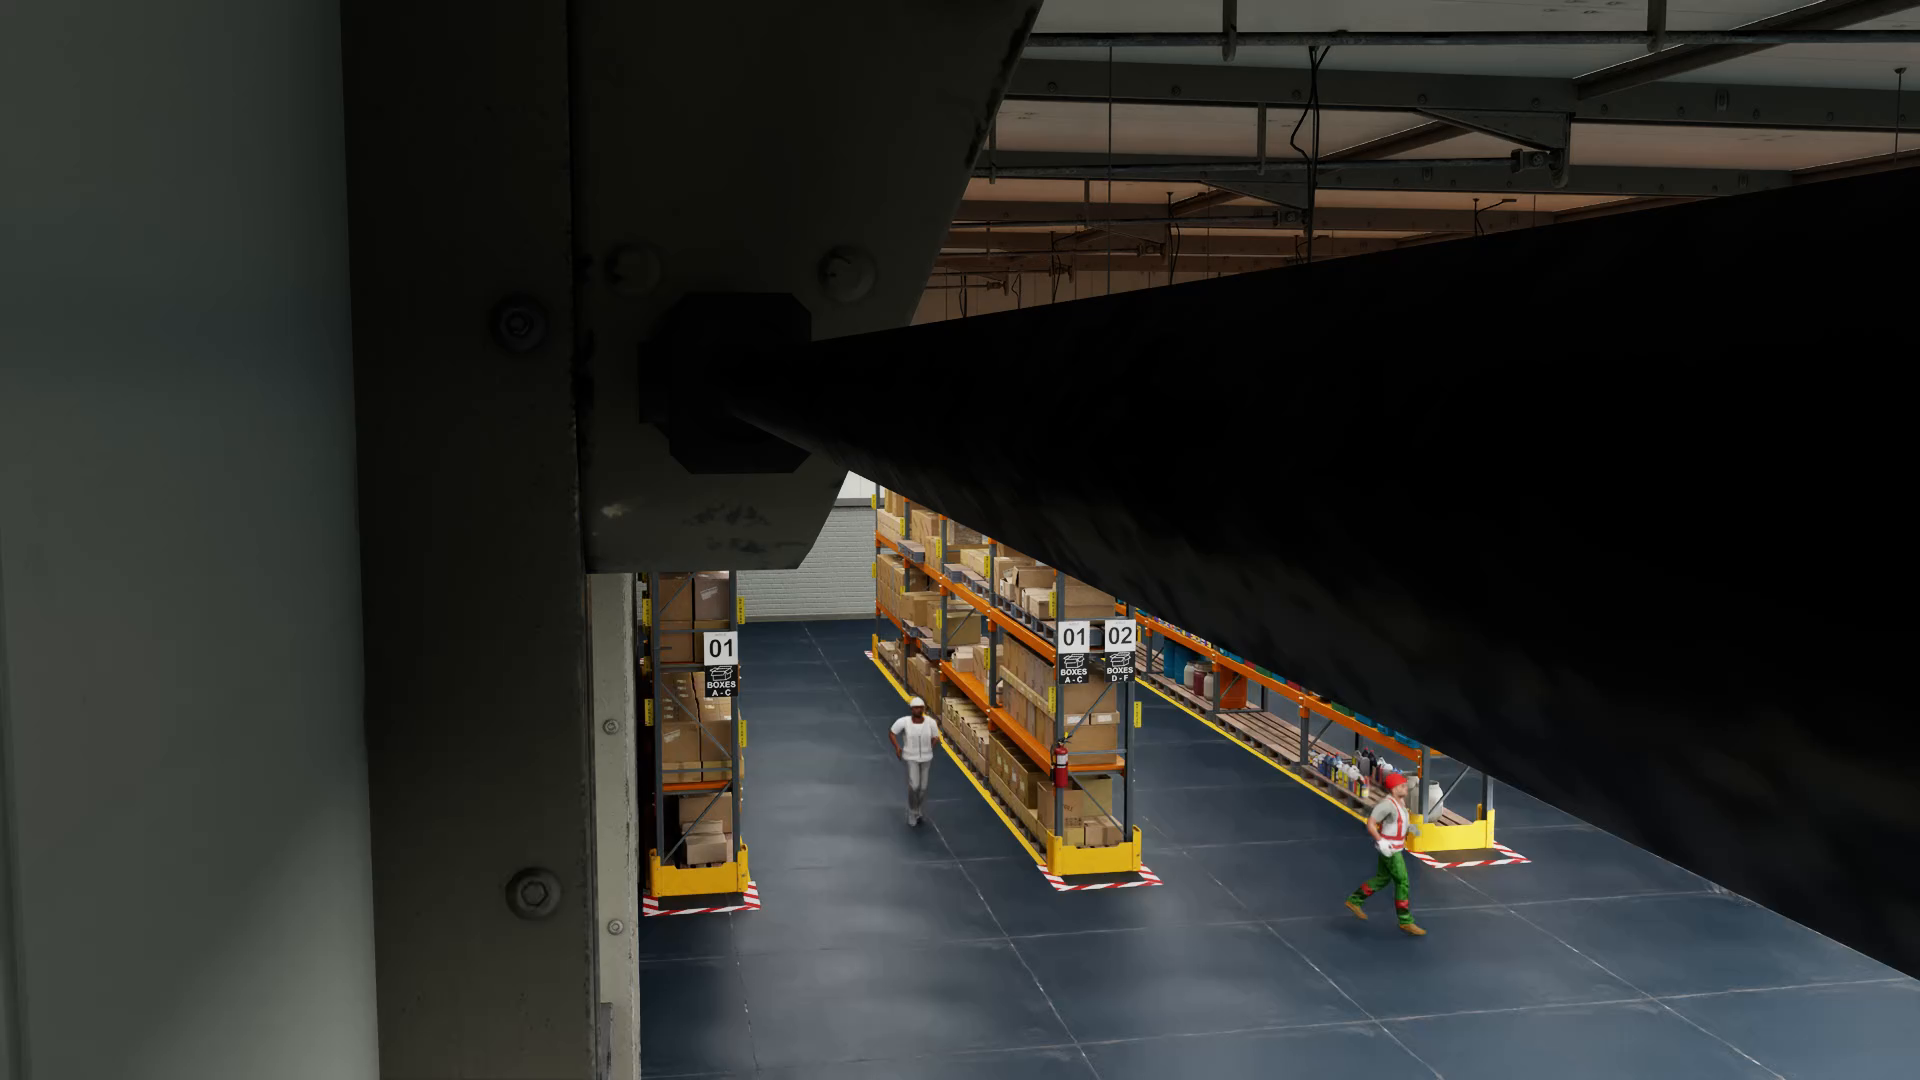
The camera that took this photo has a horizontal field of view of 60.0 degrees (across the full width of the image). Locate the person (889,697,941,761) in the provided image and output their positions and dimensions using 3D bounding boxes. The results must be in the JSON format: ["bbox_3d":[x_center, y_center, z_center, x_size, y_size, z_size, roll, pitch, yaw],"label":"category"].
[{"bbox_3d":[-0.583,2.626,23.084,0.672,0.872,0.662,-2,6,-18],"label":"person"}]

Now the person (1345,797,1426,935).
[{"bbox_3d":[4.813,3.638,18.762,0.924,1.510,0.402,2,6,21],"label":"person"}]
